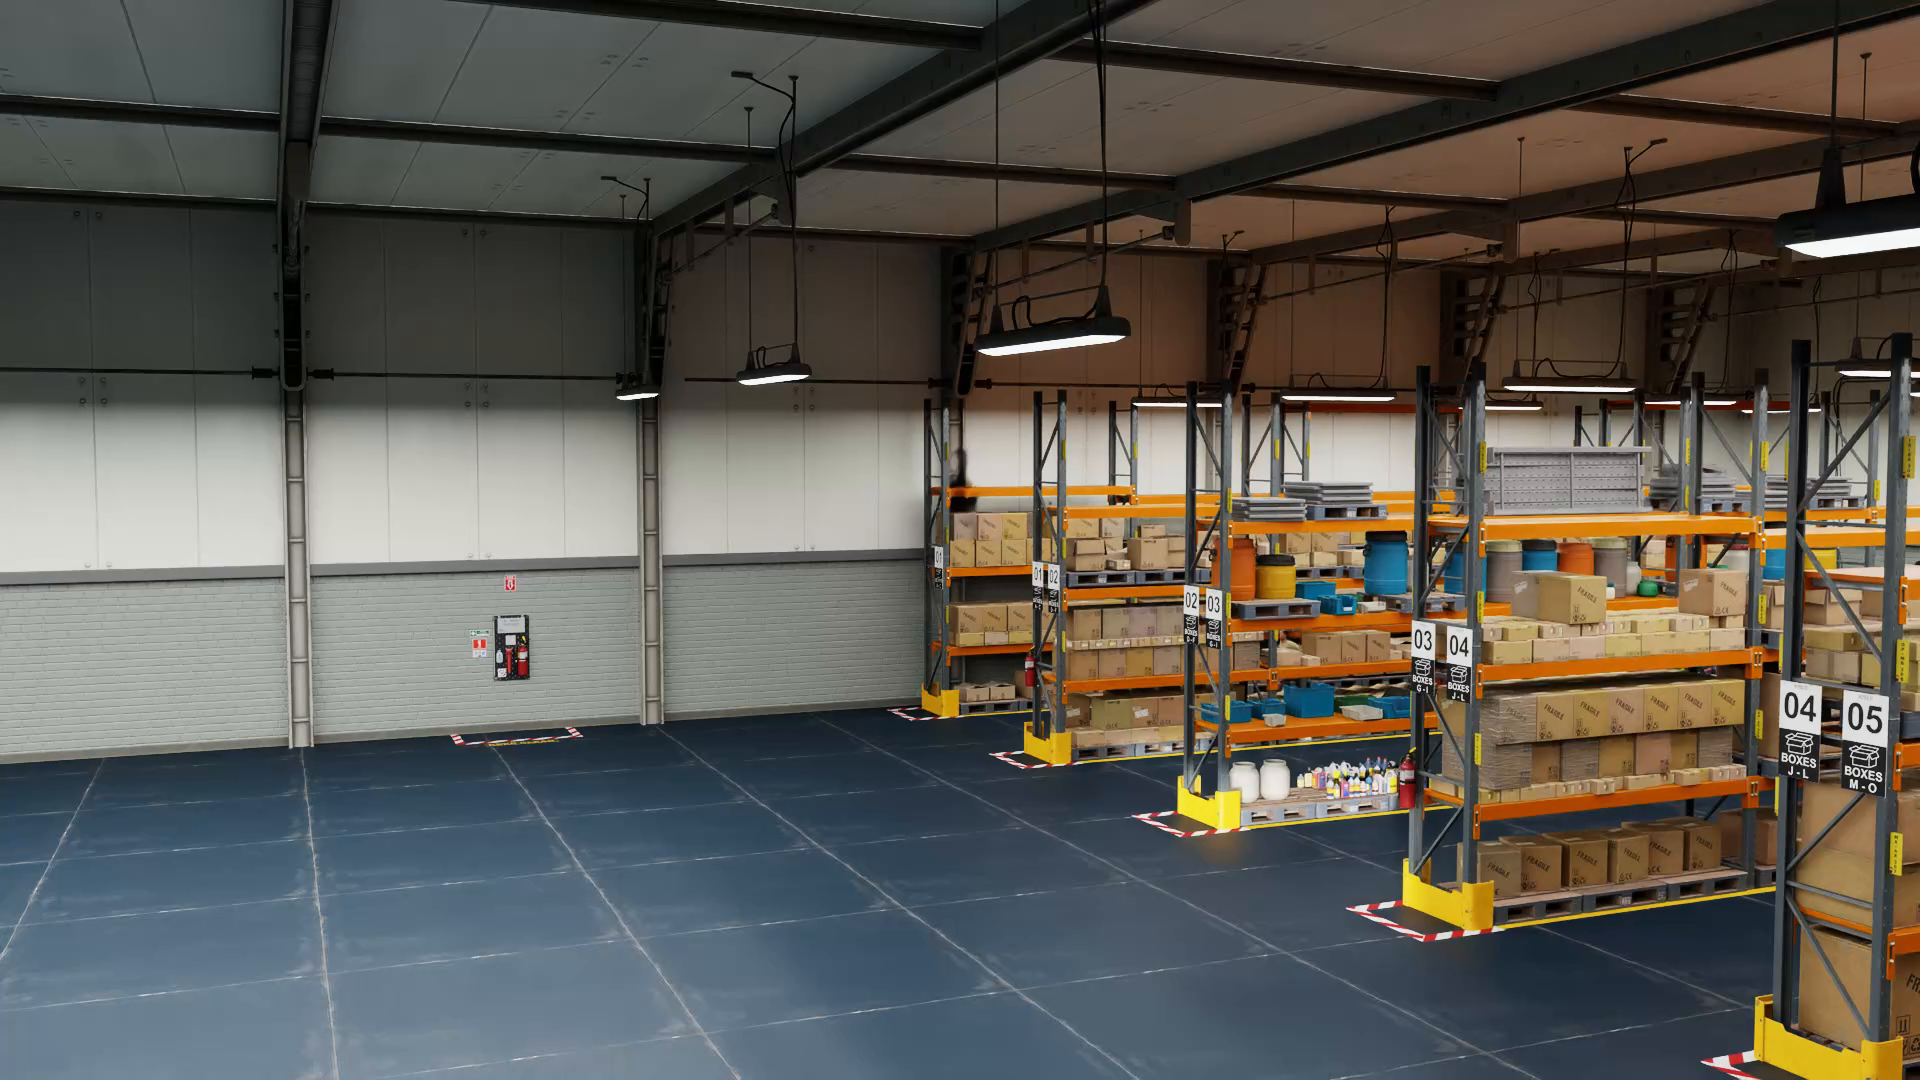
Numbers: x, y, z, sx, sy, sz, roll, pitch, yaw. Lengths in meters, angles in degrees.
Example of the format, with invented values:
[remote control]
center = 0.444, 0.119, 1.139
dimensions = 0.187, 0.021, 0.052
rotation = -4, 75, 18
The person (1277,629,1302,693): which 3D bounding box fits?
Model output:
[person]
center = 6.114, 2.490, 31.290
dimensions = 0.797, 1.713, 0.548
rotation = -1, 4, -22
